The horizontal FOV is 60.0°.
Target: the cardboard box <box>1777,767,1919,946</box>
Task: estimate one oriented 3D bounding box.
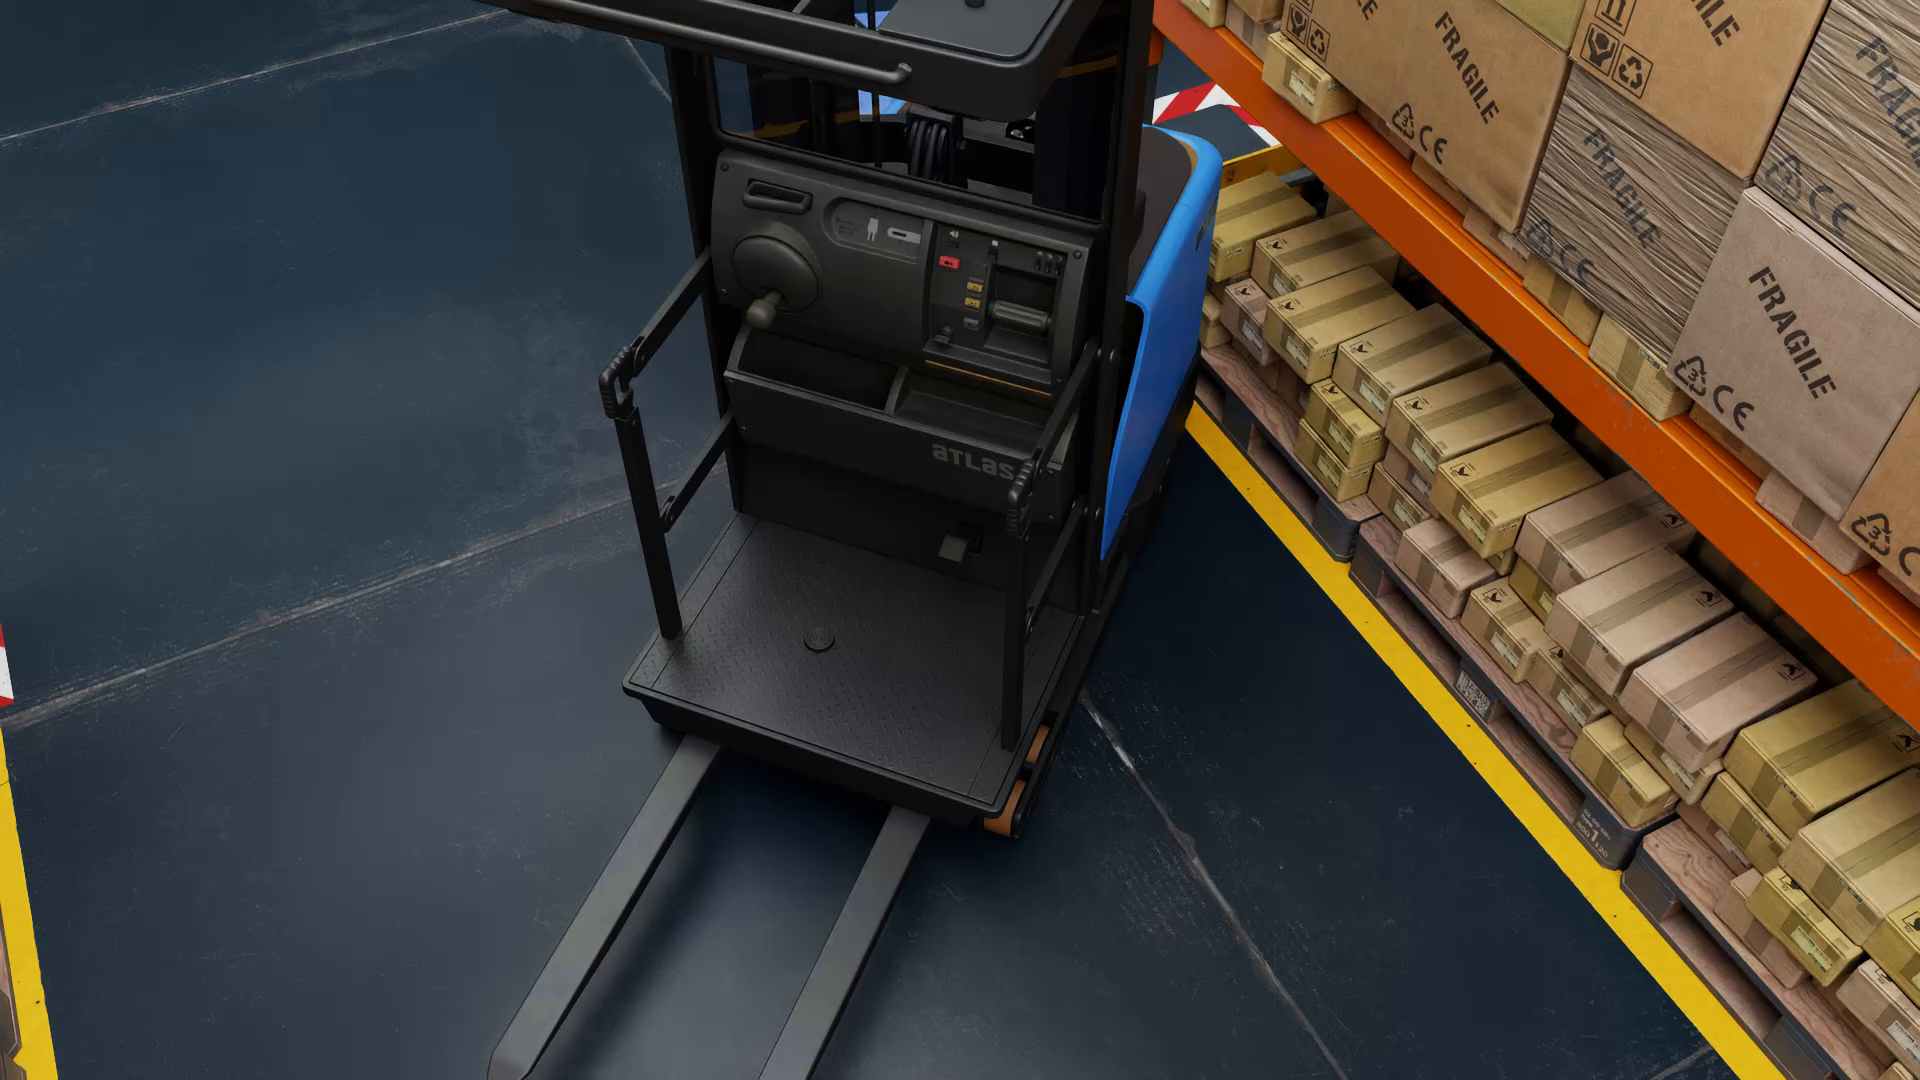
[{"bbox_3d":[2.142,0.727,3.842,0.380,0.149,0.250,-22,52,-18],"label":"cardboard box"}]

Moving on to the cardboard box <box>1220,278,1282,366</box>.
[{"bbox_3d":[1.065,-0.741,5.323,0.380,0.149,0.250,-21,52,-18],"label":"cardboard box"}]

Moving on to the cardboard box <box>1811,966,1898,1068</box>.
[{"bbox_3d":[2.281,1.045,3.959,0.380,0.149,0.250,-20,52,-17],"label":"cardboard box"}]

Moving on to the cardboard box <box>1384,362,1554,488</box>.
[{"bbox_3d":[1.456,-0.331,4.766,0.380,0.149,0.250,-19,52,-16],"label":"cardboard box"}]

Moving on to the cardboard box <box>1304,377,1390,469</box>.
[{"bbox_3d":[1.276,-0.398,5.023,0.380,0.149,0.250,-20,52,-16],"label":"cardboard box"}]

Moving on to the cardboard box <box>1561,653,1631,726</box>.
[{"bbox_3d":[1.842,0.291,4.420,0.380,0.149,0.250,-23,53,-19],"label":"cardboard box"}]

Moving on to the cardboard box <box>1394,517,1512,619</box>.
[{"bbox_3d":[1.503,0.030,4.846,0.380,0.149,0.250,-24,53,-19],"label":"cardboard box"}]

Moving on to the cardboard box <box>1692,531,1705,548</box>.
[{"bbox_3d":[2.143,-0.160,4.617,0.380,0.149,0.250,-21,52,-17],"label":"cardboard box"}]

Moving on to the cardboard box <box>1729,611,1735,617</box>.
[{"bbox_3d":[2.298,0.184,4.712,0.380,0.149,0.250,-22,53,-18],"label":"cardboard box"}]

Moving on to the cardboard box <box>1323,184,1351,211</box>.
[{"bbox_3d":[1.446,-1.214,5.538,0.380,0.149,0.250,-21,52,-17],"label":"cardboard box"}]

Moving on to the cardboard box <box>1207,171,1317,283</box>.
[{"bbox_3d":[0.916,-1.013,5.363,0.380,0.149,0.250,-23,53,-19],"label":"cardboard box"}]

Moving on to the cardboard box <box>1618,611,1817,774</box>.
[{"bbox_3d":[1.886,0.377,4.148,0.380,0.149,0.250,-24,53,-19],"label":"cardboard box"}]

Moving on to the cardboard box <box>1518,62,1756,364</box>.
[{"bbox_3d":[1.657,-0.800,3.693,0.500,0.500,0.500,-22,53,-18],"label":"cardboard box"}]

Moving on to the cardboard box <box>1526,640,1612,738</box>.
[{"bbox_3d":[1.793,0.357,4.560,0.380,0.149,0.250,-20,52,-17],"label":"cardboard box"}]

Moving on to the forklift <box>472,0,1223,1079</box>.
[{"bbox_3d":[-0.232,-0.525,3.762,1.130,2.935,3.031,17,51,14],"label":"forklift"}]

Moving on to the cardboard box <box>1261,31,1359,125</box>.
[{"bbox_3d":[1.064,-1.318,4.577,0.380,0.149,0.250,-23,53,-19],"label":"cardboard box"}]

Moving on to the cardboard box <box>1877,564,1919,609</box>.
[{"bbox_3d":[2.129,0.034,3.395,0.380,0.149,0.250,-23,53,-19],"label":"cardboard box"}]

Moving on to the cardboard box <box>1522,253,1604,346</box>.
[{"bbox_3d":[1.594,-0.646,3.989,0.380,0.149,0.250,-19,52,-16],"label":"cardboard box"}]

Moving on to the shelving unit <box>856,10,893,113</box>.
[{"bbox_3d":[-0.244,-1.642,5.690,0.538,1.500,1.048,-7,49,-6],"label":"shelving unit"}]

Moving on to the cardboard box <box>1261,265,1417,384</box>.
[{"bbox_3d":[1.150,-0.657,5.052,0.380,0.149,0.250,-21,52,-18],"label":"cardboard box"}]

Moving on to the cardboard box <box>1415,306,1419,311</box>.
[{"bbox_3d":[1.612,-0.867,5.631,0.380,0.149,0.250,-20,52,-16],"label":"cardboard box"}]

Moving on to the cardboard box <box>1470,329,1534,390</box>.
[{"bbox_3d":[1.744,-0.565,5.169,0.380,0.149,0.250,-22,52,-18],"label":"cardboard box"}]

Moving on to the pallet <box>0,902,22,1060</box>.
[{"bbox_3d":[-3.043,0.982,4.251,1.003,0.211,1.213,-21,52,-18],"label":"pallet"}]

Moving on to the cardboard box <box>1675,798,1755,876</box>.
[{"bbox_3d":[2.091,0.672,4.285,0.380,0.149,0.250,-22,52,-18],"label":"cardboard box"}]

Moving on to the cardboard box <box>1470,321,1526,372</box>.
[{"bbox_3d":[1.803,-0.701,5.090,0.380,0.149,0.250,-23,53,-19],"label":"cardboard box"}]

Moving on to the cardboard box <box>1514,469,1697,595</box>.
[{"bbox_3d":[1.736,-0.004,4.480,0.380,0.149,0.250,-21,52,-17],"label":"cardboard box"}]

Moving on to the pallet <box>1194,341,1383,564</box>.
[{"bbox_3d":[1.353,-0.560,5.600,1.003,0.211,1.213,-21,52,-18],"label":"pallet"}]

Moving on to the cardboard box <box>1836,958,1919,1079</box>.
[{"bbox_3d":[2.247,1.016,3.786,0.380,0.149,0.250,-23,53,-19],"label":"cardboard box"}]

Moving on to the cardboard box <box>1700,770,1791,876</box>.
[{"bbox_3d":[2.081,0.641,4.114,0.380,0.149,0.250,-21,52,-17],"label":"cardboard box"}]

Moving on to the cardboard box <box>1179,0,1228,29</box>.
[{"bbox_3d":[0.835,-1.673,4.887,0.380,0.149,0.250,-22,52,-18],"label":"cardboard box"}]

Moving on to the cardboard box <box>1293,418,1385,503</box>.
[{"bbox_3d":[1.265,-0.304,5.138,0.380,0.149,0.250,-21,52,-17],"label":"cardboard box"}]

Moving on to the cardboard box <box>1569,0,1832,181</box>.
[{"bbox_3d":[1.638,-1.122,3.310,0.500,0.500,0.500,-23,53,-19],"label":"cardboard box"}]

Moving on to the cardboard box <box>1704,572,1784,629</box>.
[{"bbox_3d":[2.303,0.088,4.598,0.380,0.149,0.250,-22,52,-18],"label":"cardboard box"}]

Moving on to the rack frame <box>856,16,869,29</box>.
[{"bbox_3d":[-0.163,-1.264,5.360,0.500,1.500,0.032,-7,49,-6],"label":"rack frame"}]

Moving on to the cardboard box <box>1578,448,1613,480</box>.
[{"bbox_3d":[2.062,-0.260,4.902,0.380,0.149,0.250,-19,51,-16],"label":"cardboard box"}]

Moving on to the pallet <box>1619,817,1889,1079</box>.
[{"bbox_3d":[2.470,1.073,4.171,1.003,0.211,1.213,-21,52,-18],"label":"pallet"}]

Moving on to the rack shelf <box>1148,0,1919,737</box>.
[{"bbox_3d":[1.893,-0.510,4.181,1.077,0.370,4.000,-21,52,-18],"label":"rack shelf"}]

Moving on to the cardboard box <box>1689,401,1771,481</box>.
[{"bbox_3d":[1.870,-0.311,3.696,0.380,0.149,0.250,-22,52,-18],"label":"cardboard box"}]

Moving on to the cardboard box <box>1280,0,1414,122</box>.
[{"bbox_3d":[1.205,-1.471,4.280,0.500,0.500,0.500,-21,52,-17],"label":"cardboard box"}]

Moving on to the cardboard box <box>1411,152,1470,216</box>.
[{"bbox_3d":[1.406,-1.002,4.300,0.380,0.149,0.250,-22,52,-18],"label":"cardboard box"}]

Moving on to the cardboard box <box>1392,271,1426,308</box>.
[{"bbox_3d":[1.545,-0.934,5.492,0.380,0.149,0.250,-22,52,-18],"label":"cardboard box"}]

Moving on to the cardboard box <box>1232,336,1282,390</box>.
[{"bbox_3d":[1.126,-0.677,5.464,0.380,0.149,0.250,-21,52,-18],"label":"cardboard box"}]

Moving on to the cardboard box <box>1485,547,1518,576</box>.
[{"bbox_3d":[1.643,-0.086,4.750,0.380,0.149,0.250,-19,51,-16],"label":"cardboard box"}]

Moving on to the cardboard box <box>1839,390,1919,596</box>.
[{"bbox_3d":[2.099,-0.113,3.092,0.500,0.500,0.500,-23,53,-19],"label":"cardboard box"}]
